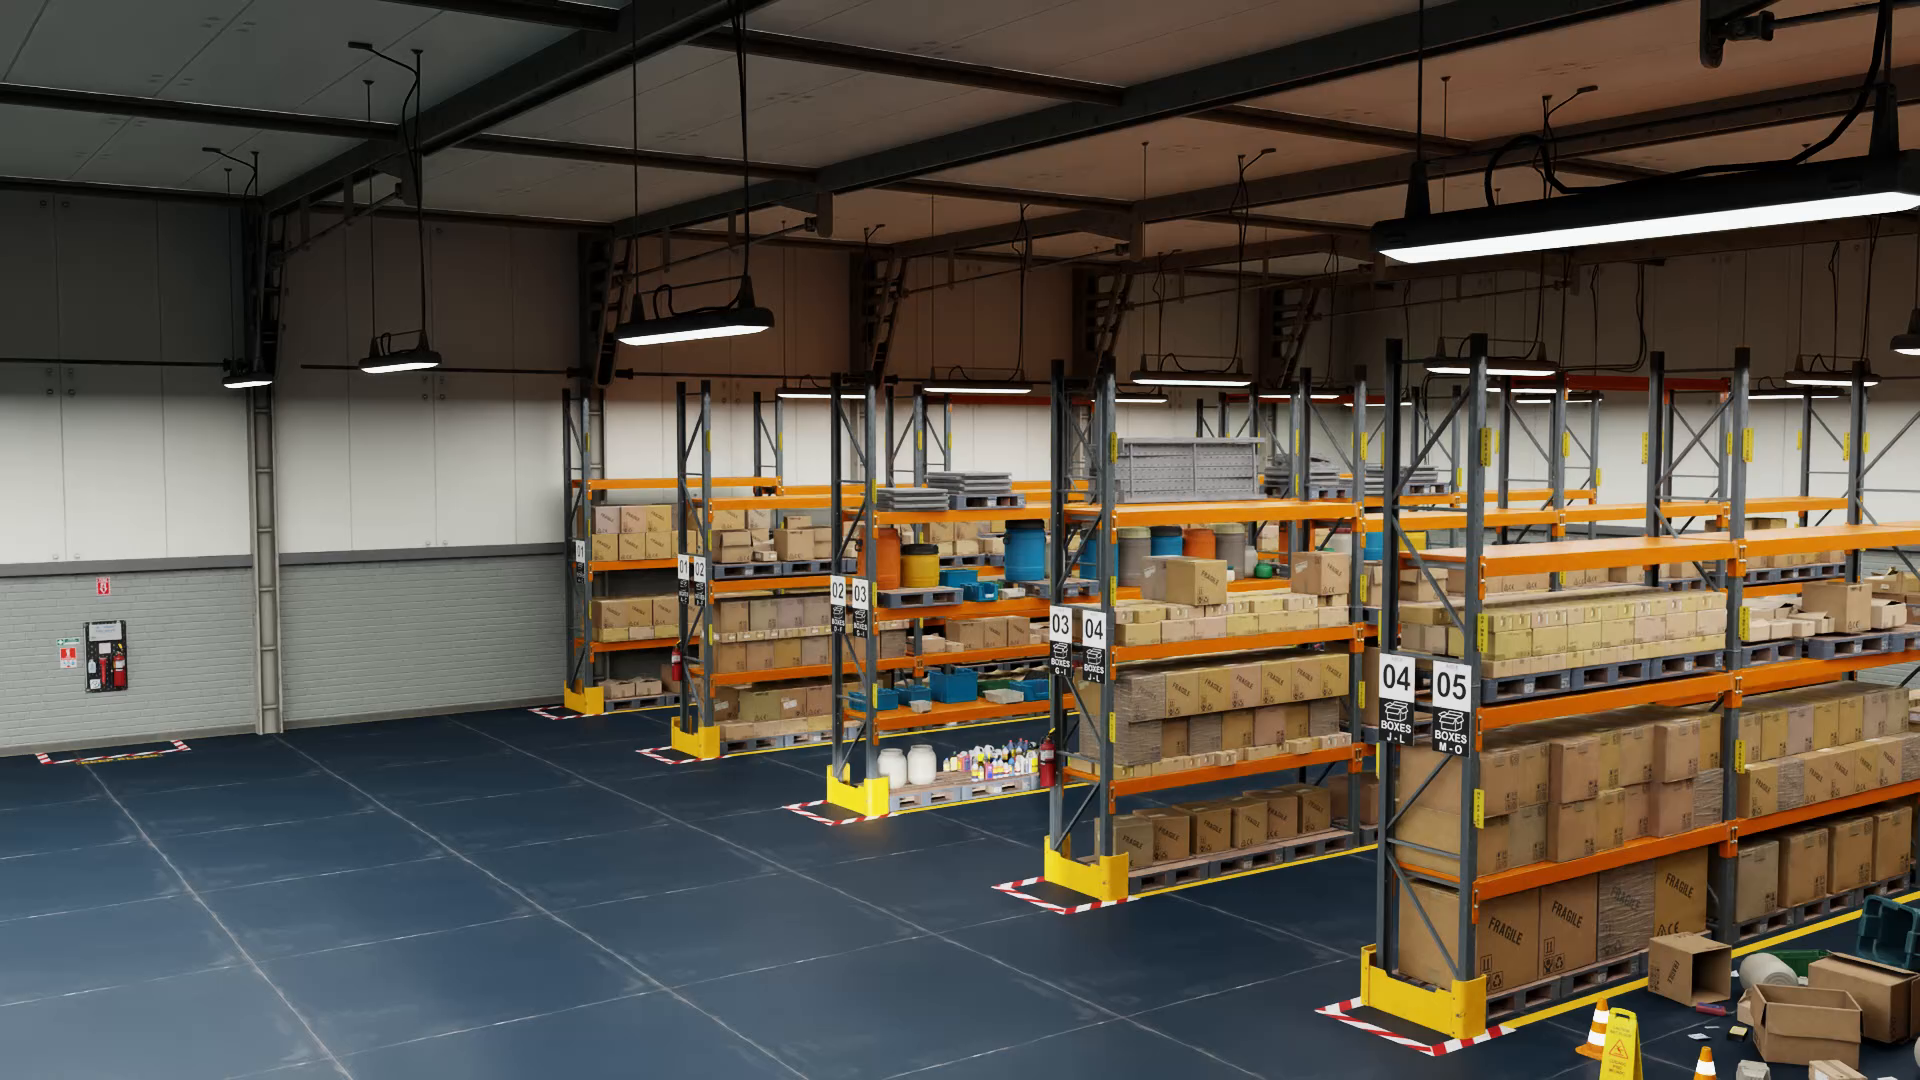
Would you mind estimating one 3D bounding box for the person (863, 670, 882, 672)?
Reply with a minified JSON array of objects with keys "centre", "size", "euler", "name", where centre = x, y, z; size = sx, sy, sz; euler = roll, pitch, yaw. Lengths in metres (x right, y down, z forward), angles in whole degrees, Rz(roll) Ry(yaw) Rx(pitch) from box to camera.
[{"centre":[-1.695,2.396,30.733],"size":[0.434,1.546,0.967],"euler":[3,5,42],"name":"person"}]
